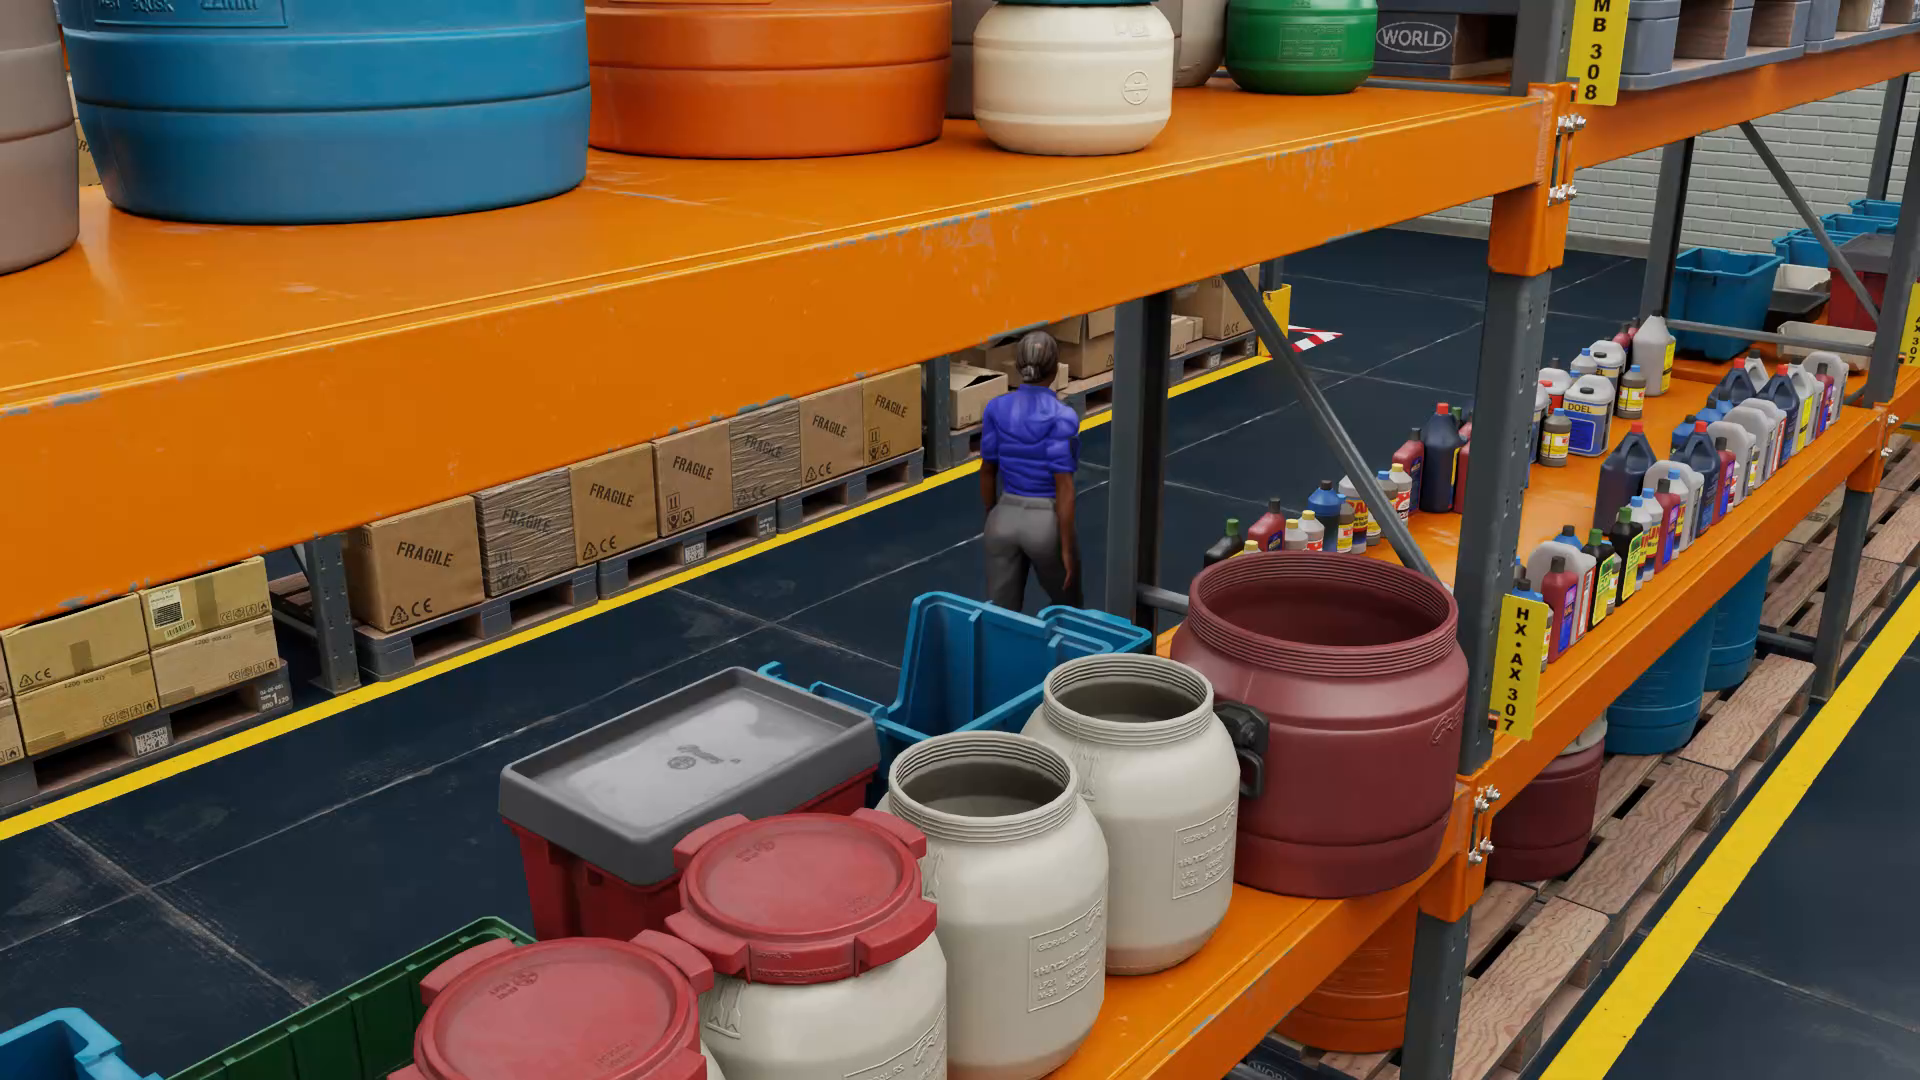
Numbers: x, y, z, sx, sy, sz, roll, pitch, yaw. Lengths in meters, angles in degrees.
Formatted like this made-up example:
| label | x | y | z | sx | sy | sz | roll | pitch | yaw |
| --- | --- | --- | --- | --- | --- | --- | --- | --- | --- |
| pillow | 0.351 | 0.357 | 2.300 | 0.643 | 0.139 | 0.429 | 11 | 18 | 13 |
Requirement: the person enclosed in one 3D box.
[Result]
| label | x | y | z | sx | sy | sz | roll | pitch | yaw |
| --- | --- | --- | --- | --- | --- | --- | --- | --- | --- |
| person | 0.290 | -0.028 | 6.661 | 0.476 | 1.631 | 0.846 | 9 | 22 | 22 |
